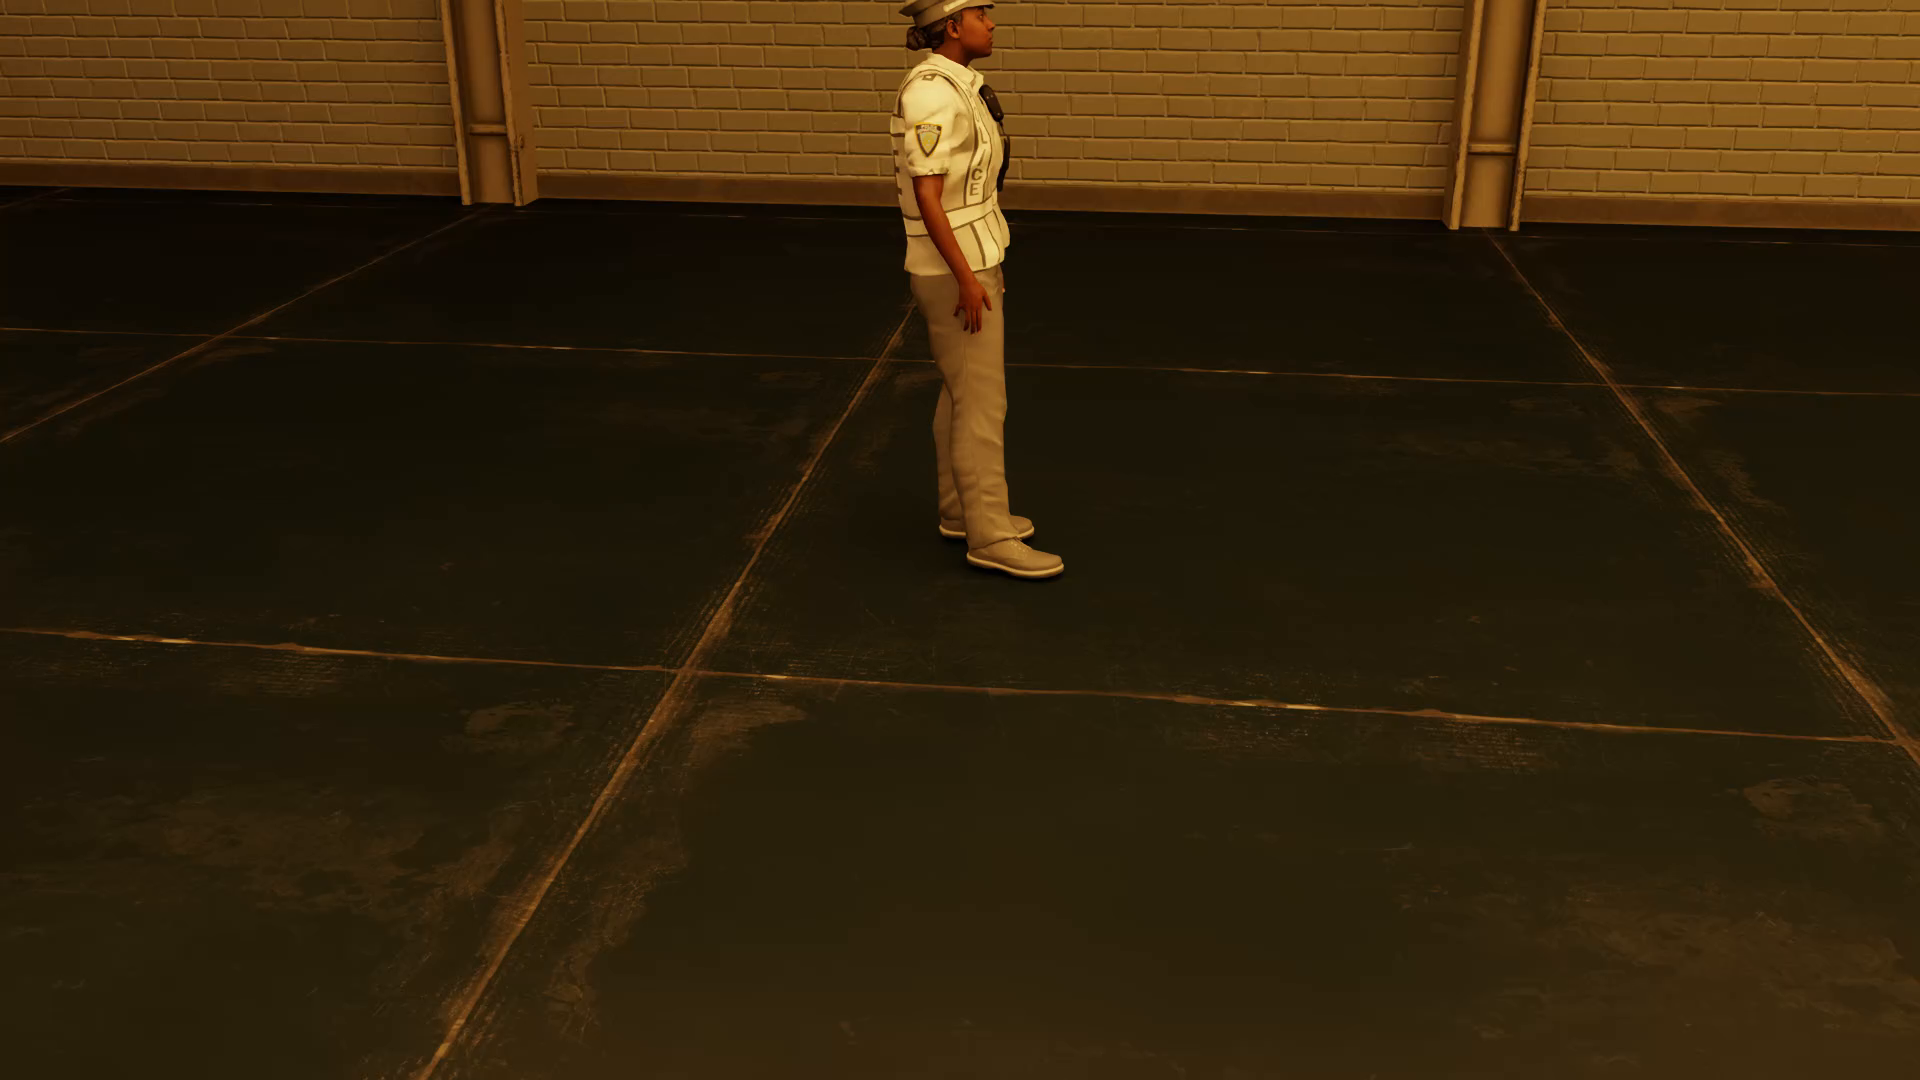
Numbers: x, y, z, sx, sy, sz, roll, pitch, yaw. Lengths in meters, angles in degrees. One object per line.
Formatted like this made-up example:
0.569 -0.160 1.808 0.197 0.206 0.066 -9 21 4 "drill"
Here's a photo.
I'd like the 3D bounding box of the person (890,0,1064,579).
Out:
0.071 -0.782 4.831 0.530 1.695 0.569 3 22 7 "person"
